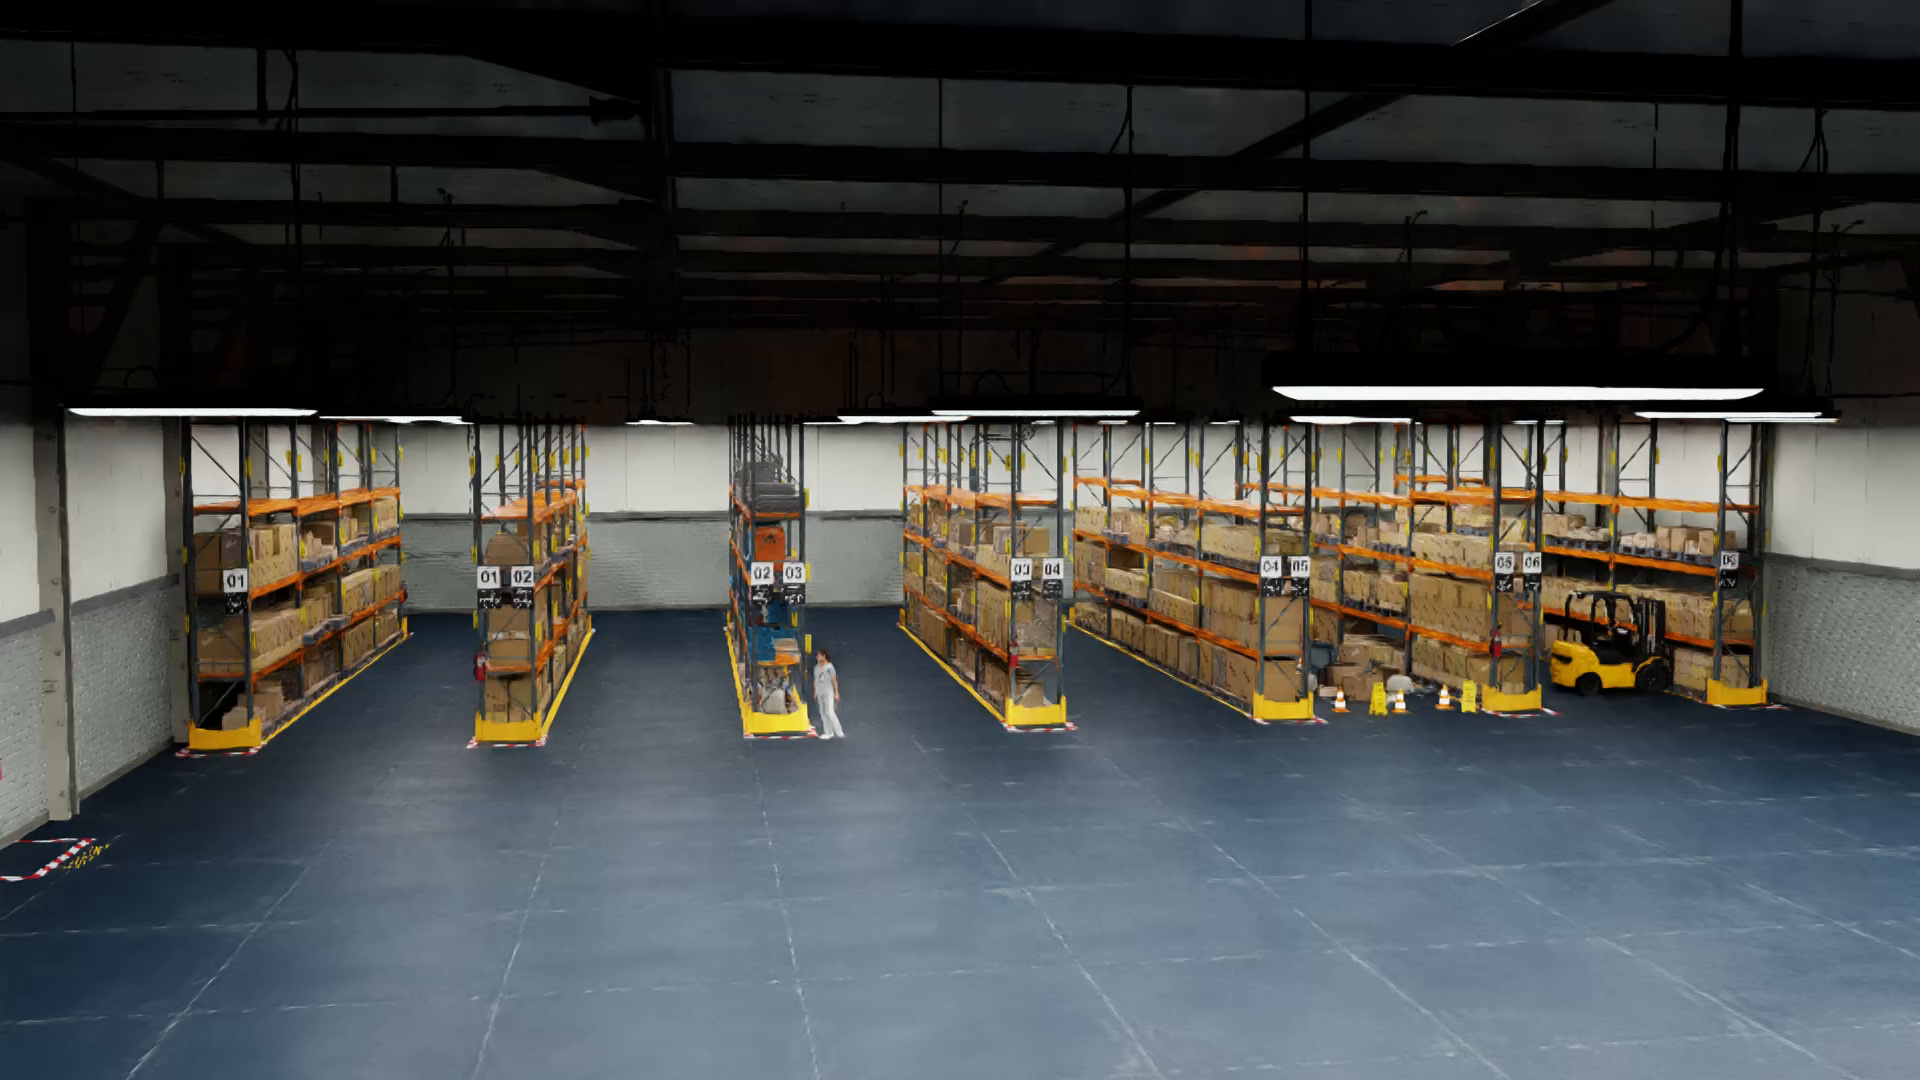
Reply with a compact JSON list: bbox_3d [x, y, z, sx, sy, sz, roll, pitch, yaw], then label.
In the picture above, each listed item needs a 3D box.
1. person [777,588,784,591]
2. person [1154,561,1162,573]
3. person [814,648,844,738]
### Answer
[{"bbox_3d":[-4.693,1.846,44.231,0.620,1.747,0.646,4,5,43],"label":"person"},{"bbox_3d":[5.774,1.496,48.795,0.583,1.780,0.747,-1,4,-9],"label":"person"},{"bbox_3d":[-2.418,2.814,30.548,0.584,1.656,0.431,3,5,34],"label":"person"}]
